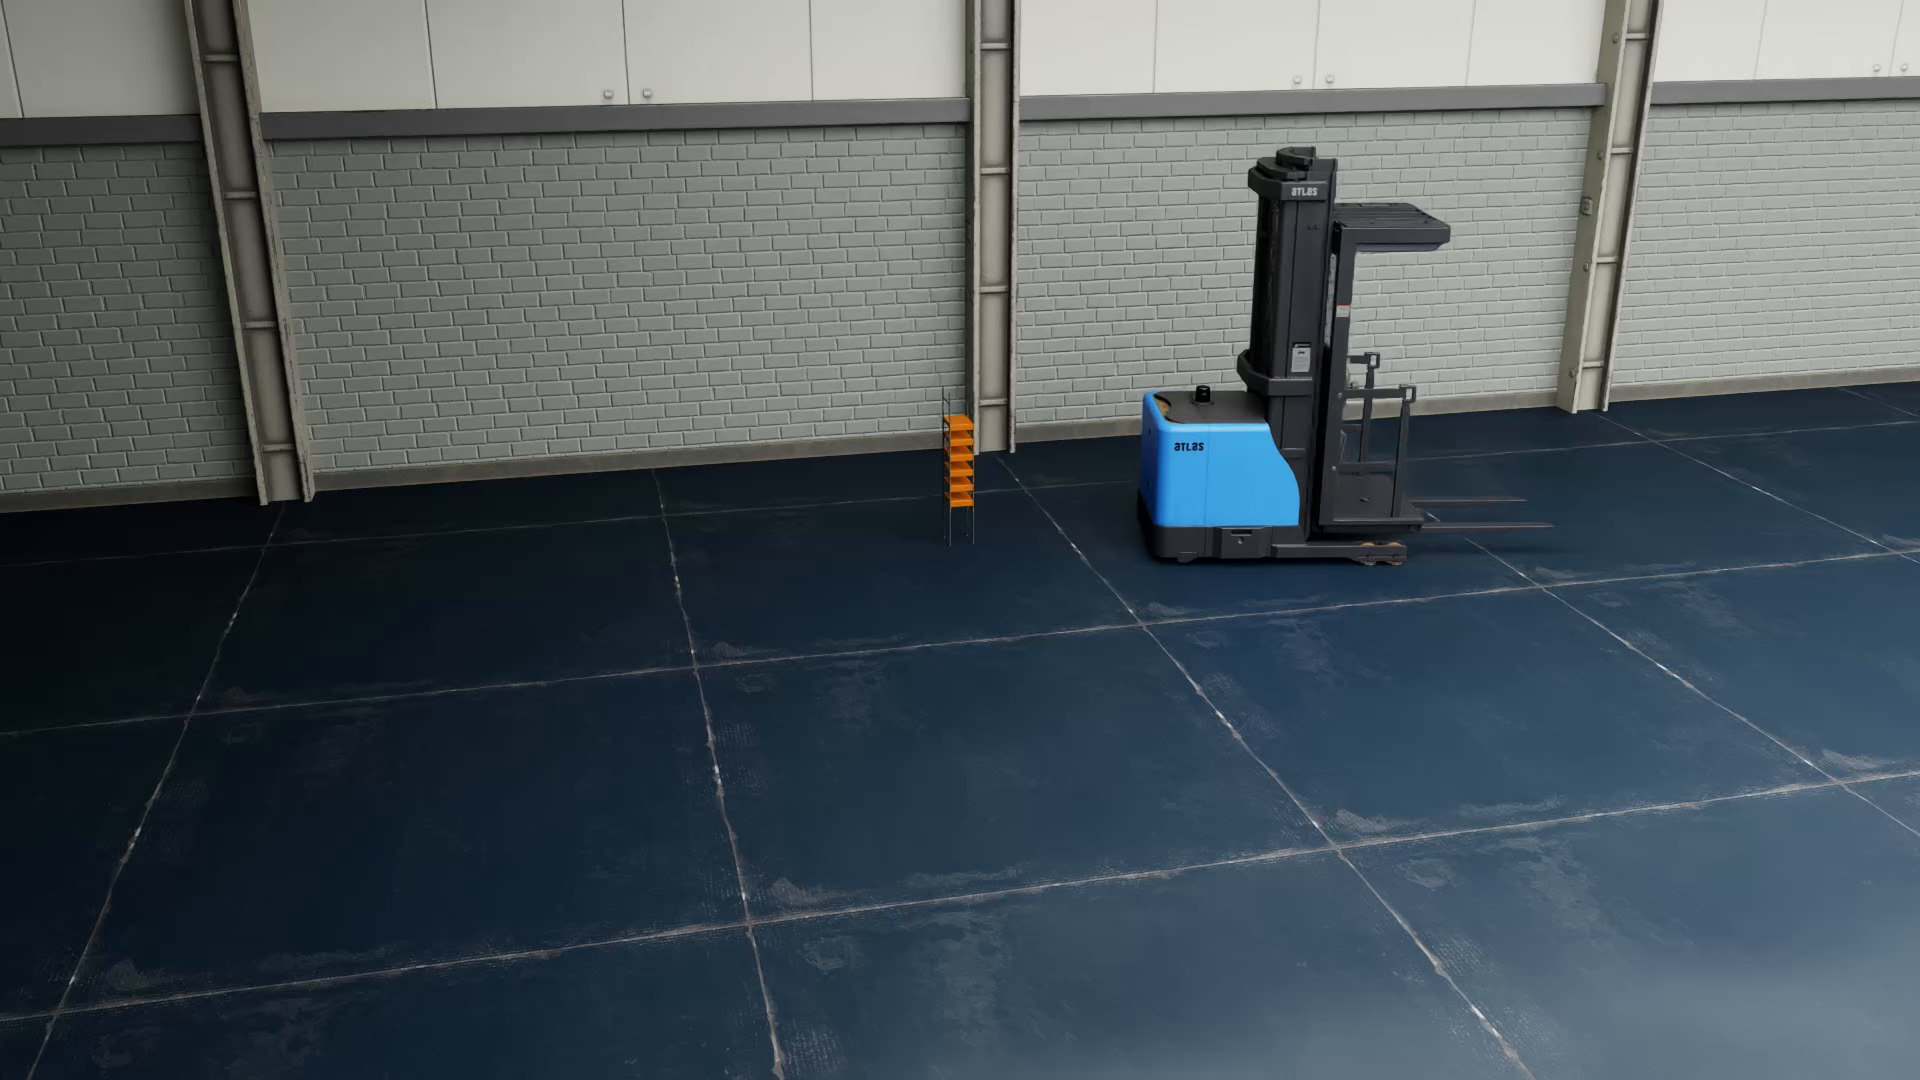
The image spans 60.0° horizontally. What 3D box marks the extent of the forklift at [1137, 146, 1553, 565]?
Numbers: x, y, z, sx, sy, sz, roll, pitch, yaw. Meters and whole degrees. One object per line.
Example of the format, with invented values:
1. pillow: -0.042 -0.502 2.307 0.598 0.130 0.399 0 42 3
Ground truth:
1. forklift: 2.922 -1.371 12.297 3.031 2.935 1.130 0 20 -1

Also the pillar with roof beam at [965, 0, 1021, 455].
1. pillar with roof beam: 1.263 -3.611 9.590 0.400 9.000 9.100 -5 21 -12

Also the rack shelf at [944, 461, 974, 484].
1. rack shelf: -0.014 -0.521 12.620 0.180 0.103 0.258 -5 21 -12

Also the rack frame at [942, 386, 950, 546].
1. rack frame: -0.103 -0.555 12.585 0.006 1.200 0.240 -5 21 -12

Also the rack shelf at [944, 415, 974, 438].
1. rack shelf: -0.014 -0.859 12.497 0.180 0.103 0.258 -5 21 -12

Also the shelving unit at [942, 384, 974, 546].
1. shelving unit: -0.014 -0.562 12.605 0.189 1.200 0.258 -5 21 -12

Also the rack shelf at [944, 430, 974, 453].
1. rack shelf: -0.014 -0.746 12.538 0.180 0.103 0.258 -5 21 -12

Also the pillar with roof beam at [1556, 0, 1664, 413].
1. pillar with roof beam: 7.102 -4.086 10.886 0.400 9.000 9.100 -5 21 -12

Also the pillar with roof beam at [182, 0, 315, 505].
1. pillar with roof beam: -4.576 -3.136 8.293 0.400 9.000 9.100 -5 21 -12

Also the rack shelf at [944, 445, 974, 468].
1. rack shelf: -0.014 -0.633 12.579 0.180 0.103 0.258 -5 21 -12

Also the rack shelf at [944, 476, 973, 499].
1. rack shelf: -0.014 -0.408 12.662 0.180 0.103 0.258 -5 21 -12

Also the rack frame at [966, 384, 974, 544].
1. rack frame: 0.075 -0.569 12.625 0.006 1.200 0.240 -5 21 -12

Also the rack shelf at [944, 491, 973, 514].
1. rack shelf: -0.014 -0.295 12.703 0.180 0.103 0.258 -5 21 -12
